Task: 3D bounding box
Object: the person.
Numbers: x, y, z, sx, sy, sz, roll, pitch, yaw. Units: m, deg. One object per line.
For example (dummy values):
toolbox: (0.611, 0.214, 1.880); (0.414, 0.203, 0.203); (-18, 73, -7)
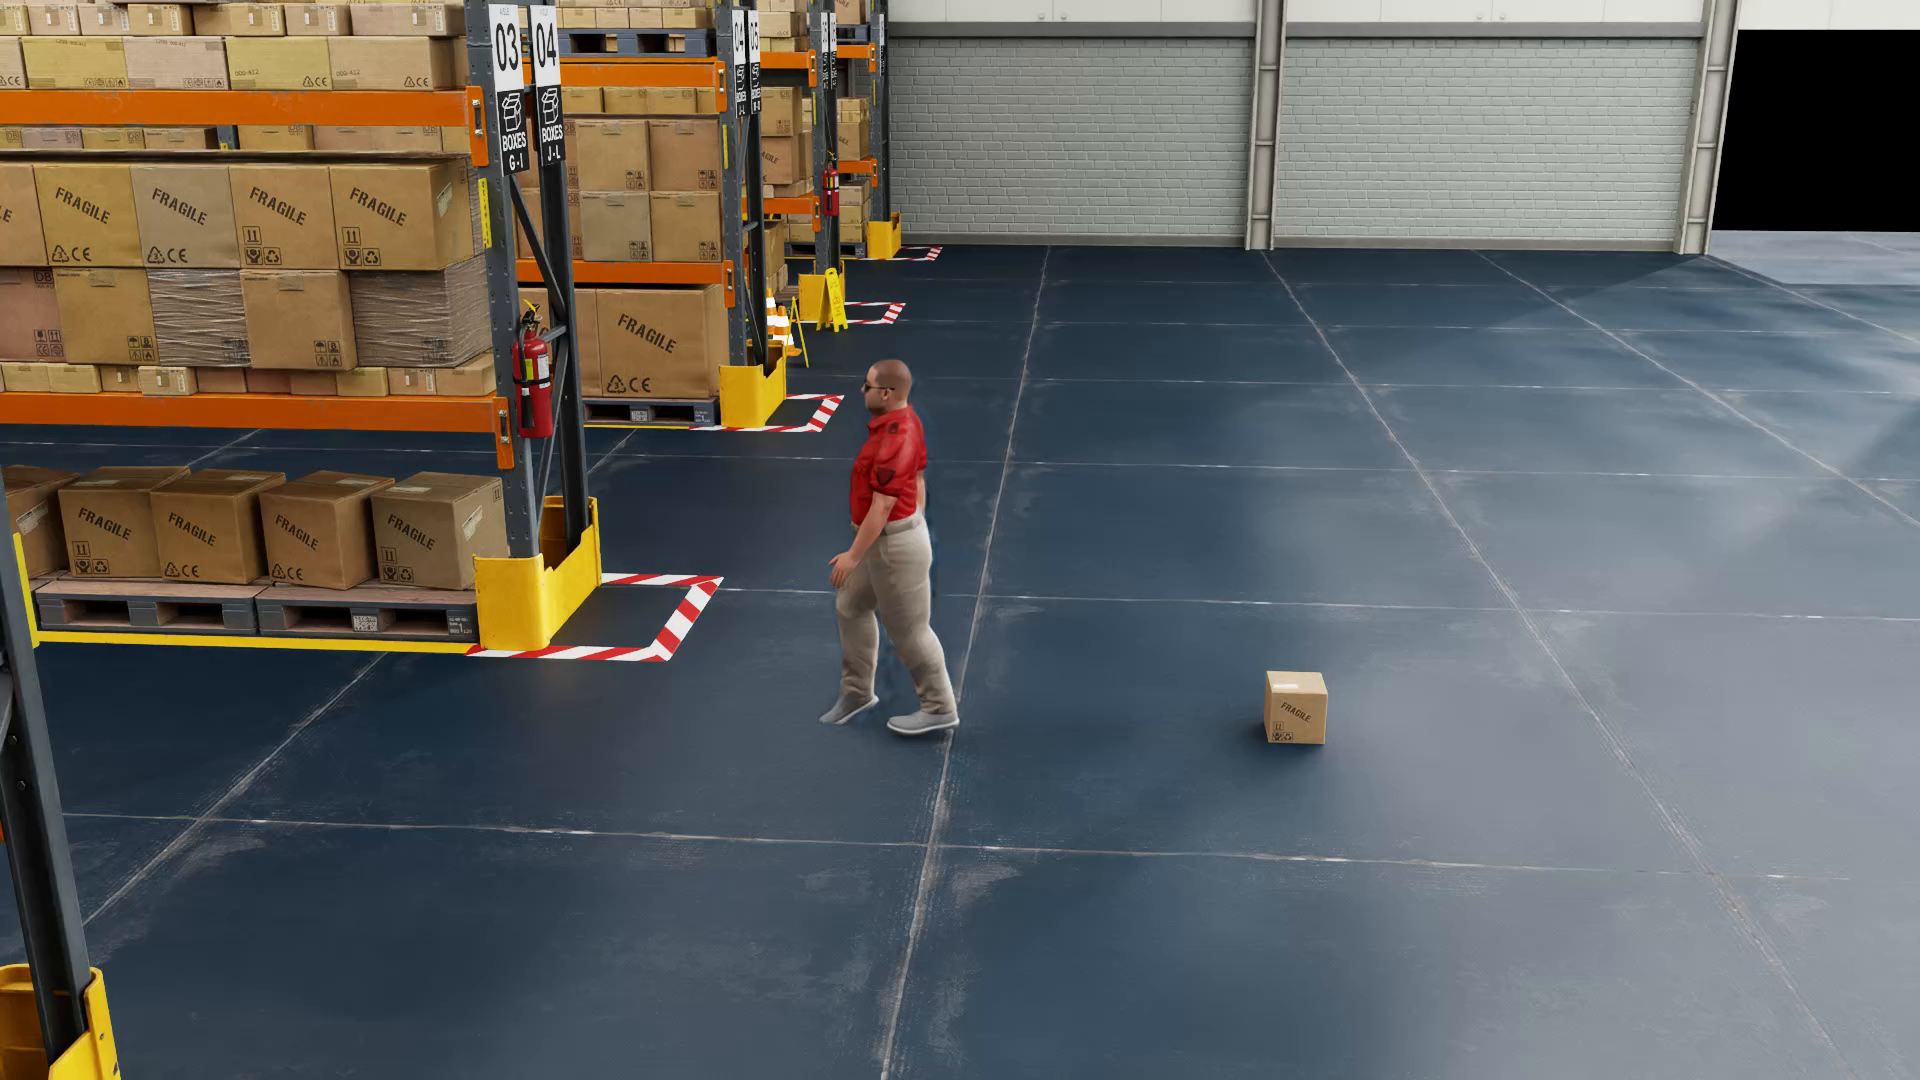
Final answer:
person: (-0.343, 0.079, 7.396); (0.663, 1.793, 0.547); (0, 17, 0)
